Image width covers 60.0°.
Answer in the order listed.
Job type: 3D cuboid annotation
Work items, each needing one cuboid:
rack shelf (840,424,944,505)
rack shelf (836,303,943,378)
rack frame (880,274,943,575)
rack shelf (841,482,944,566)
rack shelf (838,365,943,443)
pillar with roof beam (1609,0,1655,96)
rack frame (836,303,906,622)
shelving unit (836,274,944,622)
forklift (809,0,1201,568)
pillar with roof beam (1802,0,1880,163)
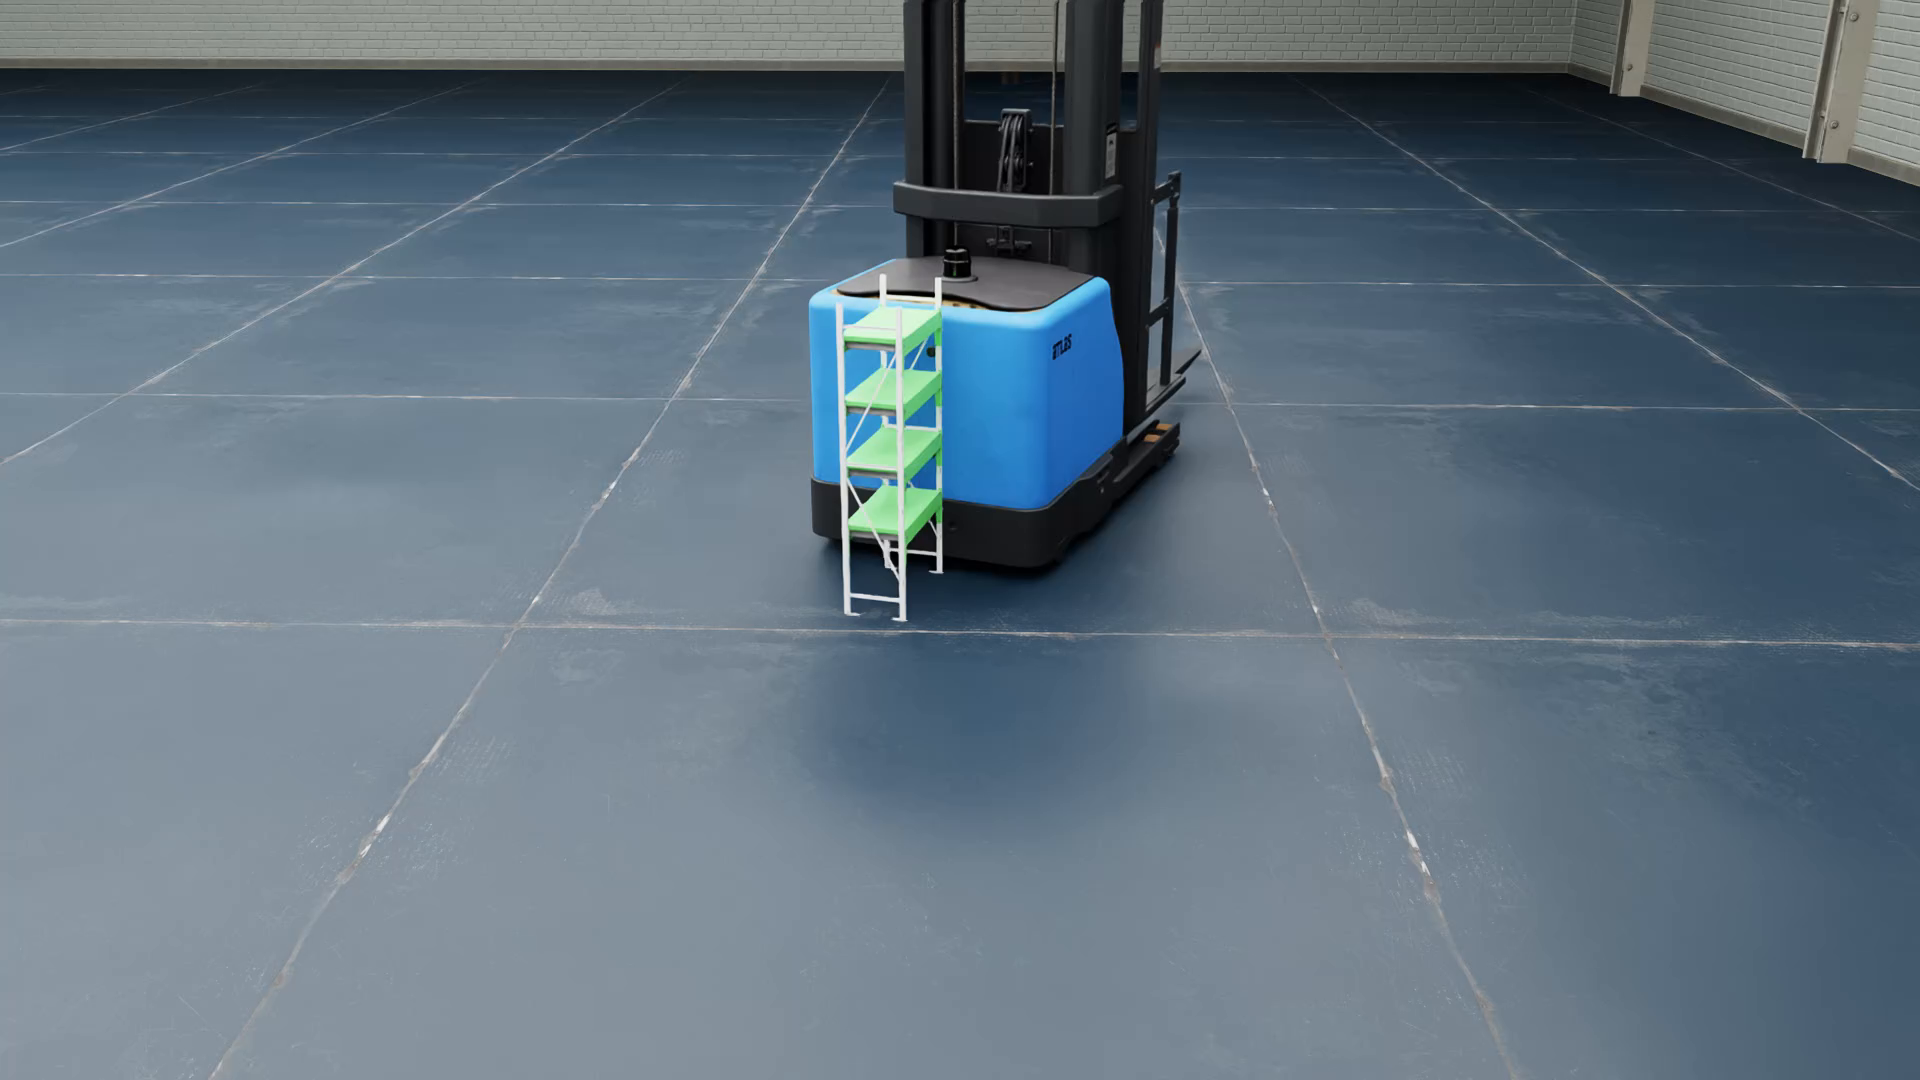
[{"bbox_3d":[-0.253,-0.291,6.296,0.258,0.148,0.480,6,22,15],"label":"rack shelf"},{"bbox_3d":[-0.253,-0.738,6.122,0.258,0.148,0.480,6,22,15],"label":"rack shelf"},{"bbox_3d":[-0.187,-0.435,6.492,0.240,1.200,0.015,6,22,15],"label":"rack frame"},{"bbox_3d":[-0.253,-0.067,6.383,0.258,0.148,0.480,6,22,15],"label":"rack shelf"},{"bbox_3d":[-0.253,-0.514,6.209,0.258,0.148,0.480,6,22,15],"label":"rack shelf"},{"bbox_3d":[4.776,-10.316,21.177,9.100,9.000,0.400,1,21,2],"label":"pillar with roof beam"},{"bbox_3d":[-0.319,-0.265,6.054,0.240,1.200,0.015,6,22,15],"label":"rack frame"},{"bbox_3d":[-0.253,-0.350,6.273,0.258,1.200,0.503,6,22,15],"label":"shelving unit"},{"bbox_3d":[0.422,-1.756,7.502,1.130,2.935,3.031,9,23,21],"label":"forklift"},{"bbox_3d":[4.593,-8.147,15.586,9.100,9.000,0.400,1,21,2],"label":"pillar with roof beam"}]
